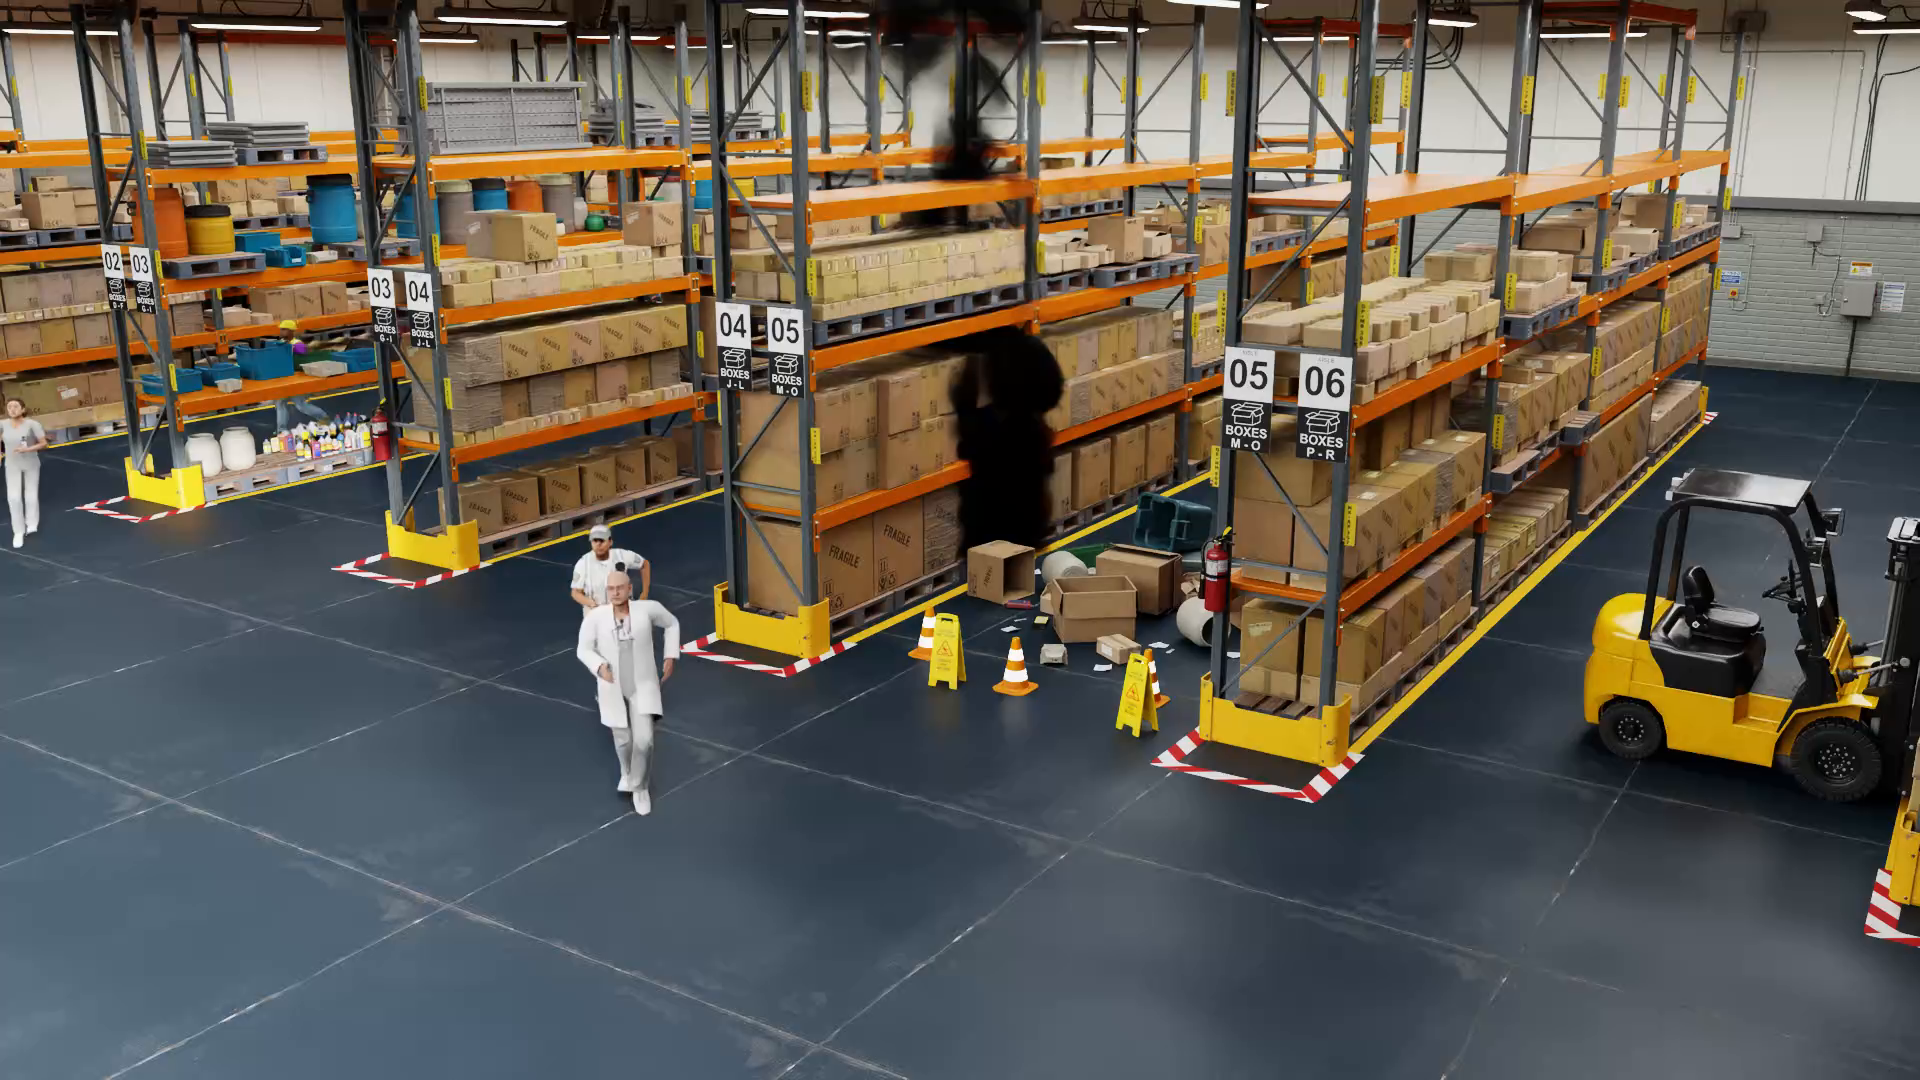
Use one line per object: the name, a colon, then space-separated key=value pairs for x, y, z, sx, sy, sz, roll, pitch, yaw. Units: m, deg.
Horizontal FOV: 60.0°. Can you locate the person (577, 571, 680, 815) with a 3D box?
person: x=-2.394 y=1.098 z=12.066 sx=0.718 sy=1.796 sz=0.789 roll=-1 pitch=16 yaw=-5

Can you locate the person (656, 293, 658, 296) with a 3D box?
person: x=-5.771 y=-4.556 z=32.337 sx=0.646 sy=1.817 sz=0.722 roll=7 pitch=17 yaw=23

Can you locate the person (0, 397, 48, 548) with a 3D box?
person: x=-10.712 y=-0.801 z=19.045 sx=0.553 sy=1.689 sz=0.703 roll=-7 pitch=17 yaw=-23

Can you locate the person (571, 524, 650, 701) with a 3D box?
person: x=-2.881 y=0.655 z=13.776 sx=0.618 sy=1.646 sz=0.828 roll=-1 pitch=16 yaw=-5

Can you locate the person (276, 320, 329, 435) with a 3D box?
person: x=-9.780 y=-2.353 z=24.350 sx=0.710 sy=1.747 sz=0.968 roll=9 pitch=18 yaw=29
